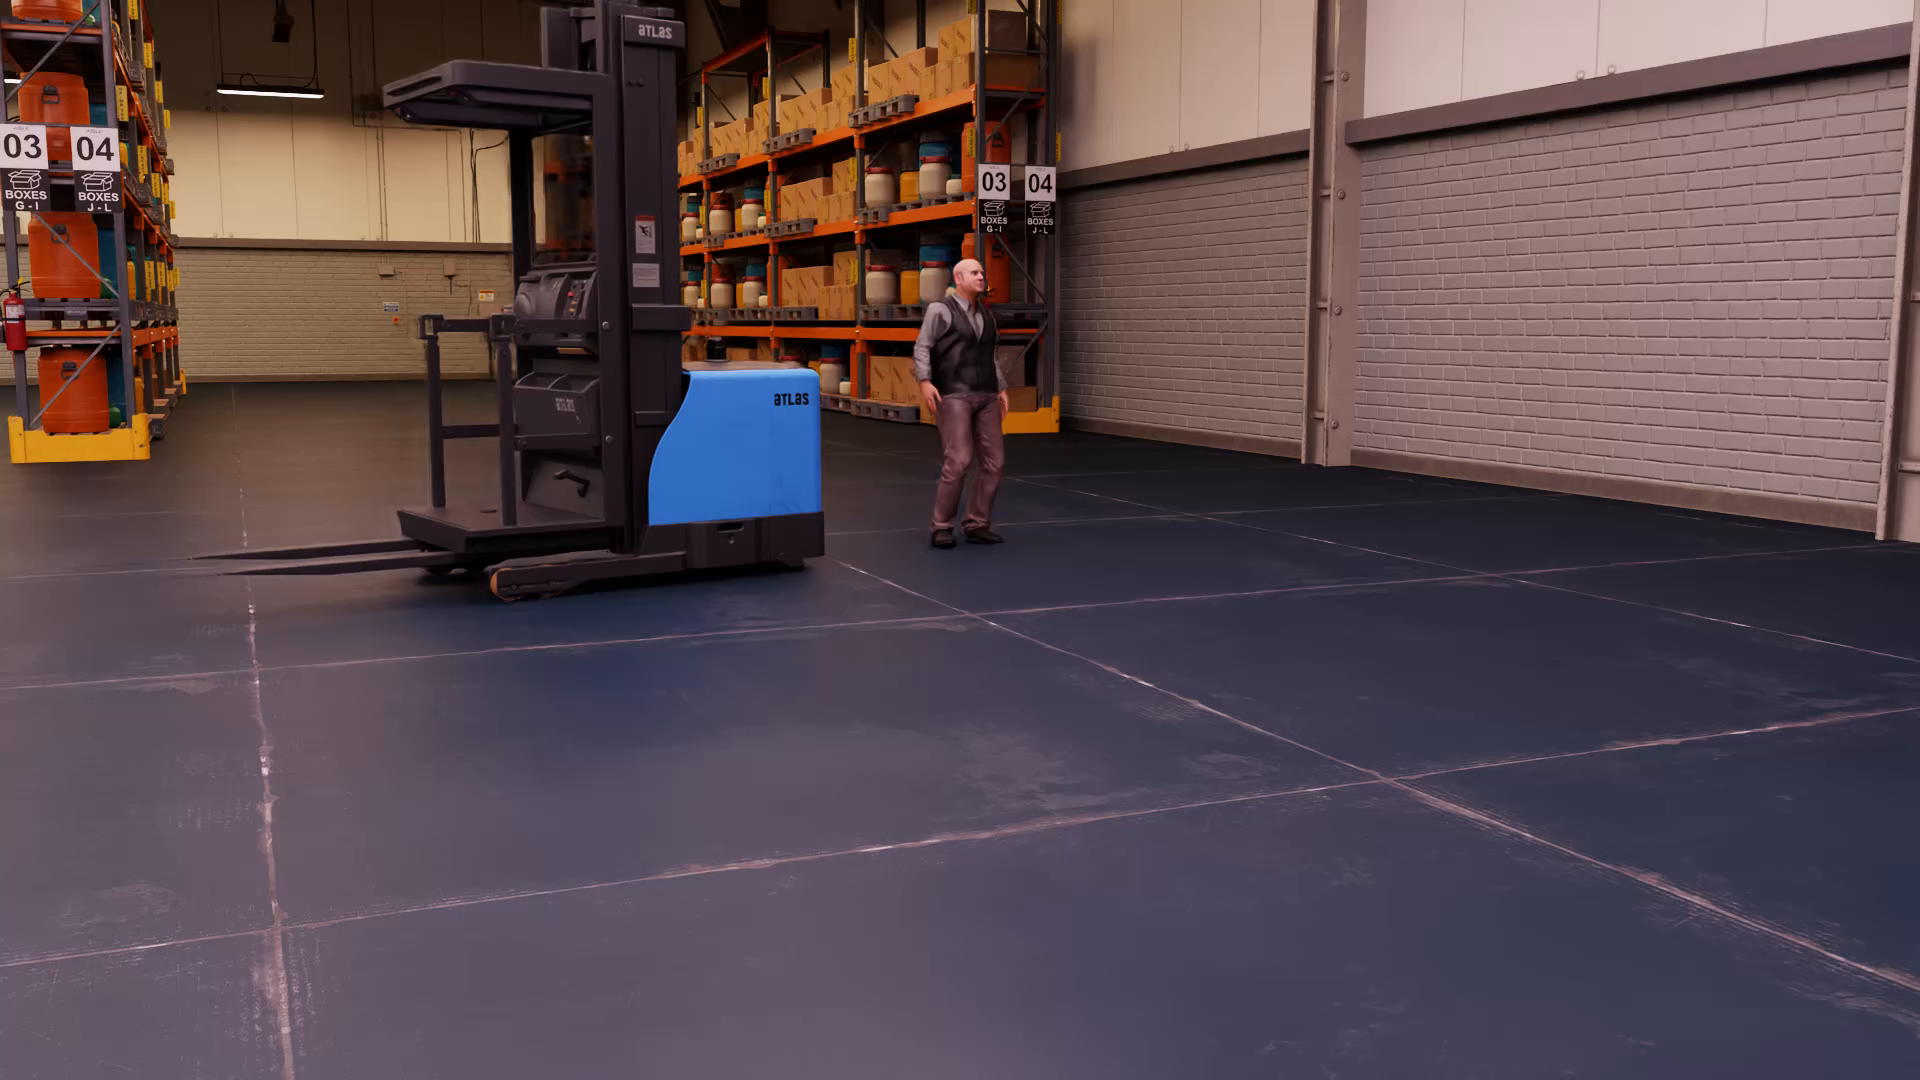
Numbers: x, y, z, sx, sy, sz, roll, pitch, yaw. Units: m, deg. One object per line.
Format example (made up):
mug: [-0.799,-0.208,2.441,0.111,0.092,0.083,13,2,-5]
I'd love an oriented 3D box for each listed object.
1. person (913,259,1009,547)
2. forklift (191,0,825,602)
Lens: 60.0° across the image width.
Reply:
person: [0.057,-0.821,9.967,0.712,1.711,0.504,-6,10,-39]
forklift: [-2.221,-1.237,8.320,3.031,2.935,1.130,-5,9,-36]
